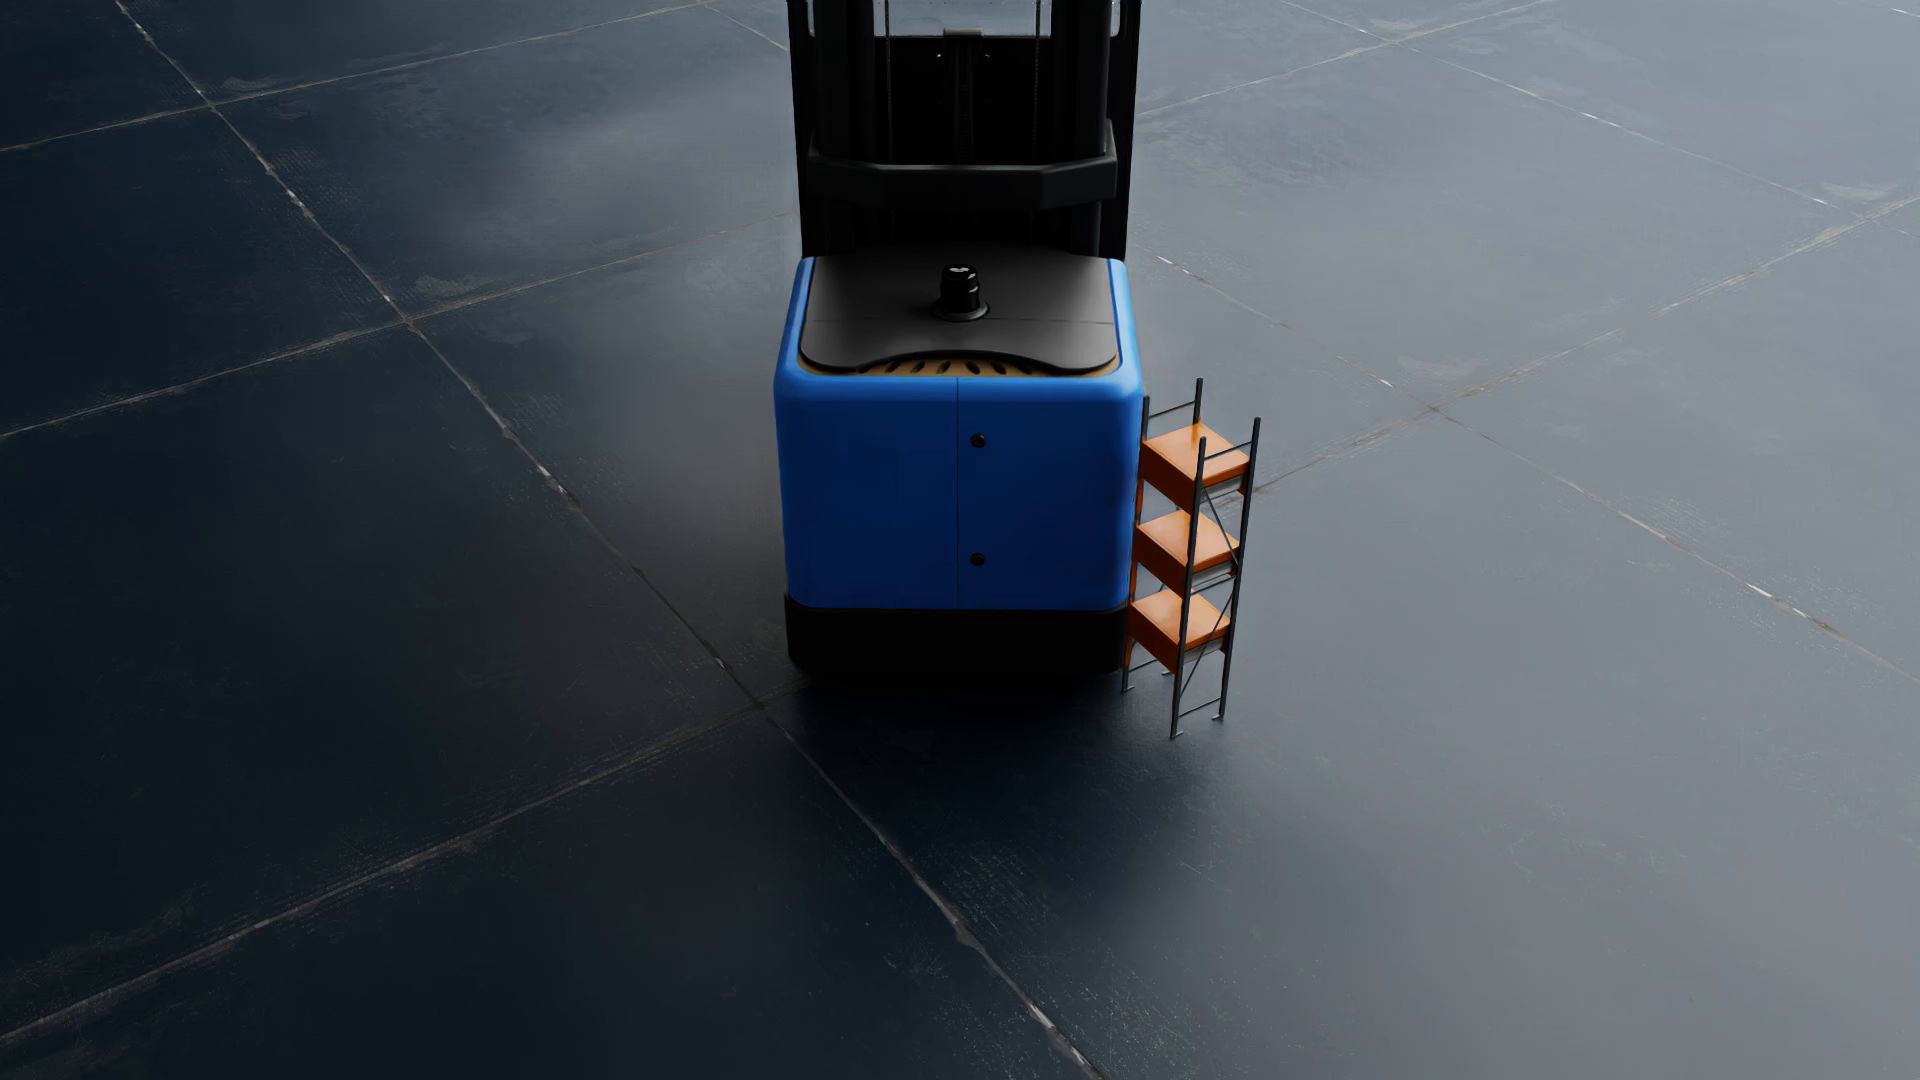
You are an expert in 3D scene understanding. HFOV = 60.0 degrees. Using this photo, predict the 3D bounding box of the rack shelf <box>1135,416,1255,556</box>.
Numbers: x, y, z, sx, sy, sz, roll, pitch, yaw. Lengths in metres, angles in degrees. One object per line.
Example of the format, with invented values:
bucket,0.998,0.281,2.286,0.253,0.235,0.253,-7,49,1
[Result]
rack shelf,0.646,-0.152,4.594,0.215,0.259,0.240,-20,40,-25

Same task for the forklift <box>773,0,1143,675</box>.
forklift,0.017,-1.607,5.475,1.130,2.935,3.031,1,36,1

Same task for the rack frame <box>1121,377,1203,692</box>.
rack frame,0.582,0.009,4.838,0.200,1.050,0.008,-20,40,-25

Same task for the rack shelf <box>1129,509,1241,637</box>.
rack shelf,0.646,0.079,4.760,0.215,0.259,0.240,-20,40,-25

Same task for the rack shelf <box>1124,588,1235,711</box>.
rack shelf,0.646,0.304,4.922,0.215,0.259,0.240,-20,40,-25

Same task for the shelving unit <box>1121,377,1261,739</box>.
shelving unit,0.646,0.070,4.753,0.215,1.050,0.252,-20,40,-25

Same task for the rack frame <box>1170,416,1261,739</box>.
rack frame,0.710,0.131,4.669,0.200,1.050,0.008,-20,40,-25
